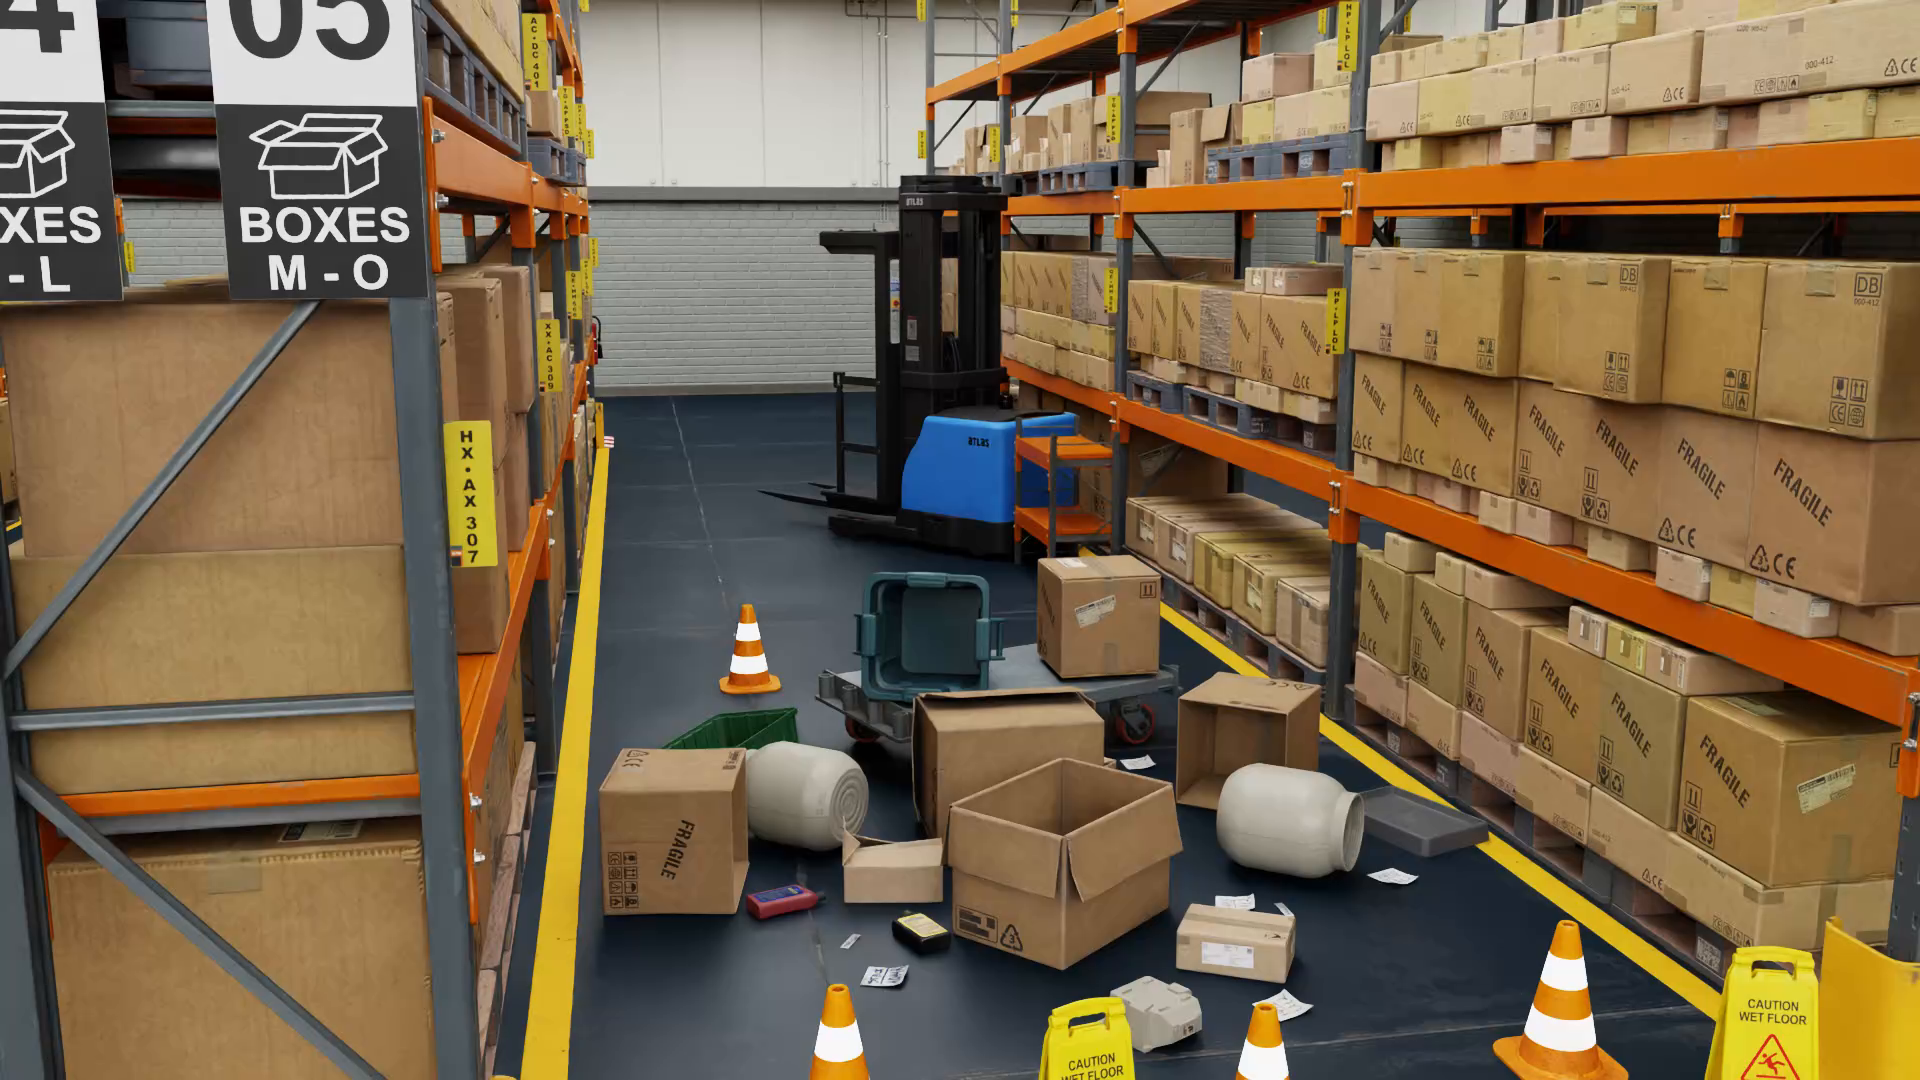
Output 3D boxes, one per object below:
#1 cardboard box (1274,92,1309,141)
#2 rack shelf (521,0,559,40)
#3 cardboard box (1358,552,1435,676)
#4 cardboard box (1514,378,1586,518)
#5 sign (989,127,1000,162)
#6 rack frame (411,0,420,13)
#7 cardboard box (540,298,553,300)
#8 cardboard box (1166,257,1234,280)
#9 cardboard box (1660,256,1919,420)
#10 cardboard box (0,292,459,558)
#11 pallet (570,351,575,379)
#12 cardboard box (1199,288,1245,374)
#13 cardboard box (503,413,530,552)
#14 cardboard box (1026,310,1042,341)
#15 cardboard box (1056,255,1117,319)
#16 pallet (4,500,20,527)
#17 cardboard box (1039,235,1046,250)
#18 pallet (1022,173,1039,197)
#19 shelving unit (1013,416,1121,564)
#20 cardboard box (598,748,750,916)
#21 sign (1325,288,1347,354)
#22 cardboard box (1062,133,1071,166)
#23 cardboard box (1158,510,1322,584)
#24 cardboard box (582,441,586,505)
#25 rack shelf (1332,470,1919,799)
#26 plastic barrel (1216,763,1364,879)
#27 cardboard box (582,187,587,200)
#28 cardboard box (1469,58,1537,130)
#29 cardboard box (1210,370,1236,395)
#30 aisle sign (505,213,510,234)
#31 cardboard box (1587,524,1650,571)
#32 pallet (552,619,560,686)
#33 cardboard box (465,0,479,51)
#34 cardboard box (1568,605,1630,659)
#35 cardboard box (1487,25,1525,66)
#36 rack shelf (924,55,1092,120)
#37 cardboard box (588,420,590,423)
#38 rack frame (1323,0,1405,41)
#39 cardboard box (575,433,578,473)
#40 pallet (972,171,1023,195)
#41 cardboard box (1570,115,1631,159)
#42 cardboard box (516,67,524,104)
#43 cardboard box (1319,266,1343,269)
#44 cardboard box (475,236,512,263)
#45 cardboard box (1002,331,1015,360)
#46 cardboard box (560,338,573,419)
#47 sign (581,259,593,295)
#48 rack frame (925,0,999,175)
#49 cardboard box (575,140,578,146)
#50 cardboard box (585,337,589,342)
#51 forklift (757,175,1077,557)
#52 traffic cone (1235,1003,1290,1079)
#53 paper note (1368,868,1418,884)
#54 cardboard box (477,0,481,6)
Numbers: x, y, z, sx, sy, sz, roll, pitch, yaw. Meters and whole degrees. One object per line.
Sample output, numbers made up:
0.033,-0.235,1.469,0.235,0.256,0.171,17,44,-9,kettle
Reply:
2.081,-2.351,9.281,0.500,0.250,0.500,-2,11,-10,cardboard box
-2.795,-3.115,8.991,1.077,0.370,4.000,-2,11,-11,rack shelf
2.280,0.344,8.091,0.500,0.500,0.500,-2,11,-8,cardboard box
2.566,-0.379,6.600,0.500,0.500,0.500,-2,11,-10,cardboard box
0.330,-3.763,15.829,0.100,0.325,0.005,-2,11,-11,sign
-1.628,-2.565,3.105,1.000,3.000,0.127,-2,11,-11,rack frame
-3.439,-1.888,13.552,0.380,0.149,0.250,-3,11,-14,cardboard box
1.796,-1.923,12.837,0.500,0.500,0.500,-2,11,-13,cardboard box
2.804,-0.682,5.518,0.700,0.500,0.500,-2,11,-10,cardboard box
-1.662,-0.291,3.916,0.875,0.550,0.550,-2,11,-11,cardboard box
-3.609,-1.352,13.292,1.003,0.211,1.213,-2,11,-11,pallet
1.821,-1.310,10.369,0.500,0.500,0.500,-3,11,-13,cardboard box
-2.193,-0.258,6.627,0.875,0.550,0.550,-2,11,-11,cardboard box
0.884,-1.910,14.773,0.500,0.250,0.500,-2,11,-10,cardboard box
1.097,-2.094,13.736,0.500,0.500,0.500,-2,11,-11,cardboard box
-8.622,-0.148,13.910,1.003,0.211,1.213,-2,11,-11,pallet
1.002,-2.990,16.706,0.380,0.149,0.250,-2,11,-10,cardboard box
1.101,-3.230,15.136,0.805,0.209,1.217,-3,11,-13,pallet
0.770,-0.288,12.197,0.538,1.125,1.048,-2,11,-12,shelving unit
-1.097,1.123,6.454,0.500,0.500,0.500,0,11,-1,cardboard box
1.887,-1.098,8.346,0.100,0.325,0.005,-2,11,-11,sign
1.041,-3.137,13.371,0.396,0.266,0.258,-2,11,-12,cardboard box
1.904,0.040,11.368,0.950,0.372,0.625,-2,11,-12,cardboard box
-3.471,-0.576,14.264,0.500,0.500,0.500,-2,11,-12,cardboard box
2.819,0.170,6.703,1.077,0.370,4.000,-2,11,-11,rack shelf
1.322,1.126,6.651,0.512,0.421,0.421,6,12,28,plastic barrel
-4.079,-3.597,16.950,0.500,0.250,0.500,-2,11,-8,cardboard box
2.441,-1.819,6.813,0.500,0.250,0.500,-2,11,-10,cardboard box
1.800,-1.002,10.487,0.380,0.149,0.250,-2,11,-9,cardboard box
-5.048,-3.832,18.854,0.394,0.787,0.004,-2,11,-11,aisle sign
2.608,0.014,6.271,0.380,0.149,0.250,-2,11,-12,cardboard box
-2.870,0.655,9.688,1.003,0.211,1.213,-2,11,-11,pallet
-1.576,-1.483,4.725,0.380,0.149,0.250,-2,11,-11,cardboard box
2.564,0.344,6.356,0.380,0.149,0.250,-2,11,-9,cardboard box
2.416,-2.034,6.877,0.380,0.149,0.250,-2,11,-13,cardboard box
0.485,-4.781,17.743,1.077,0.370,4.000,-2,11,-11,rack shelf
-4.109,-1.180,17.581,0.380,0.149,0.250,-2,11,-8,cardboard box
4.965,-5.879,20.518,1.000,3.000,0.127,-2,11,-11,rack frame
-3.179,-0.660,12.698,0.500,0.250,0.500,-2,11,-12,cardboard box
0.726,-3.598,16.790,1.003,0.211,1.213,-2,11,-11,pallet
2.522,-1.502,6.214,0.380,0.149,0.250,-2,11,-12,cardboard box
-2.021,-1.902,6.925,0.380,0.149,0.250,-2,11,-11,cardboard box
2.373,-1.565,9.974,0.380,0.149,0.250,-1,11,-8,cardboard box
-4.318,-2.581,15.500,0.500,0.500,0.500,-3,11,-13,cardboard box
0.701,-1.853,15.812,0.500,0.250,0.500,-2,11,-12,cardboard box
-2.832,-1.061,10.983,0.500,0.500,0.500,-2,11,-11,cardboard box
-3.418,-2.408,15.230,0.100,0.325,0.005,-2,11,-11,sign
0.096,-5.698,19.566,1.000,3.000,0.127,-2,11,-11,rack frame
-3.989,-3.965,16.481,0.380,0.149,0.250,-2,11,-8,cardboard box
-4.251,-2.241,18.120,0.380,0.149,0.250,-2,11,-9,cardboard box
-0.463,-1.518,13.835,3.031,2.935,1.130,10,14,41,forklift
0.837,1.501,4.574,0.336,0.463,0.334,-2,11,-11,traffic cone
1.724,1.333,6.611,0.142,0.019,0.148,-6,13,-31,paper note
-1.668,-1.703,4.812,0.500,0.250,0.500,-2,11,-11,cardboard box
